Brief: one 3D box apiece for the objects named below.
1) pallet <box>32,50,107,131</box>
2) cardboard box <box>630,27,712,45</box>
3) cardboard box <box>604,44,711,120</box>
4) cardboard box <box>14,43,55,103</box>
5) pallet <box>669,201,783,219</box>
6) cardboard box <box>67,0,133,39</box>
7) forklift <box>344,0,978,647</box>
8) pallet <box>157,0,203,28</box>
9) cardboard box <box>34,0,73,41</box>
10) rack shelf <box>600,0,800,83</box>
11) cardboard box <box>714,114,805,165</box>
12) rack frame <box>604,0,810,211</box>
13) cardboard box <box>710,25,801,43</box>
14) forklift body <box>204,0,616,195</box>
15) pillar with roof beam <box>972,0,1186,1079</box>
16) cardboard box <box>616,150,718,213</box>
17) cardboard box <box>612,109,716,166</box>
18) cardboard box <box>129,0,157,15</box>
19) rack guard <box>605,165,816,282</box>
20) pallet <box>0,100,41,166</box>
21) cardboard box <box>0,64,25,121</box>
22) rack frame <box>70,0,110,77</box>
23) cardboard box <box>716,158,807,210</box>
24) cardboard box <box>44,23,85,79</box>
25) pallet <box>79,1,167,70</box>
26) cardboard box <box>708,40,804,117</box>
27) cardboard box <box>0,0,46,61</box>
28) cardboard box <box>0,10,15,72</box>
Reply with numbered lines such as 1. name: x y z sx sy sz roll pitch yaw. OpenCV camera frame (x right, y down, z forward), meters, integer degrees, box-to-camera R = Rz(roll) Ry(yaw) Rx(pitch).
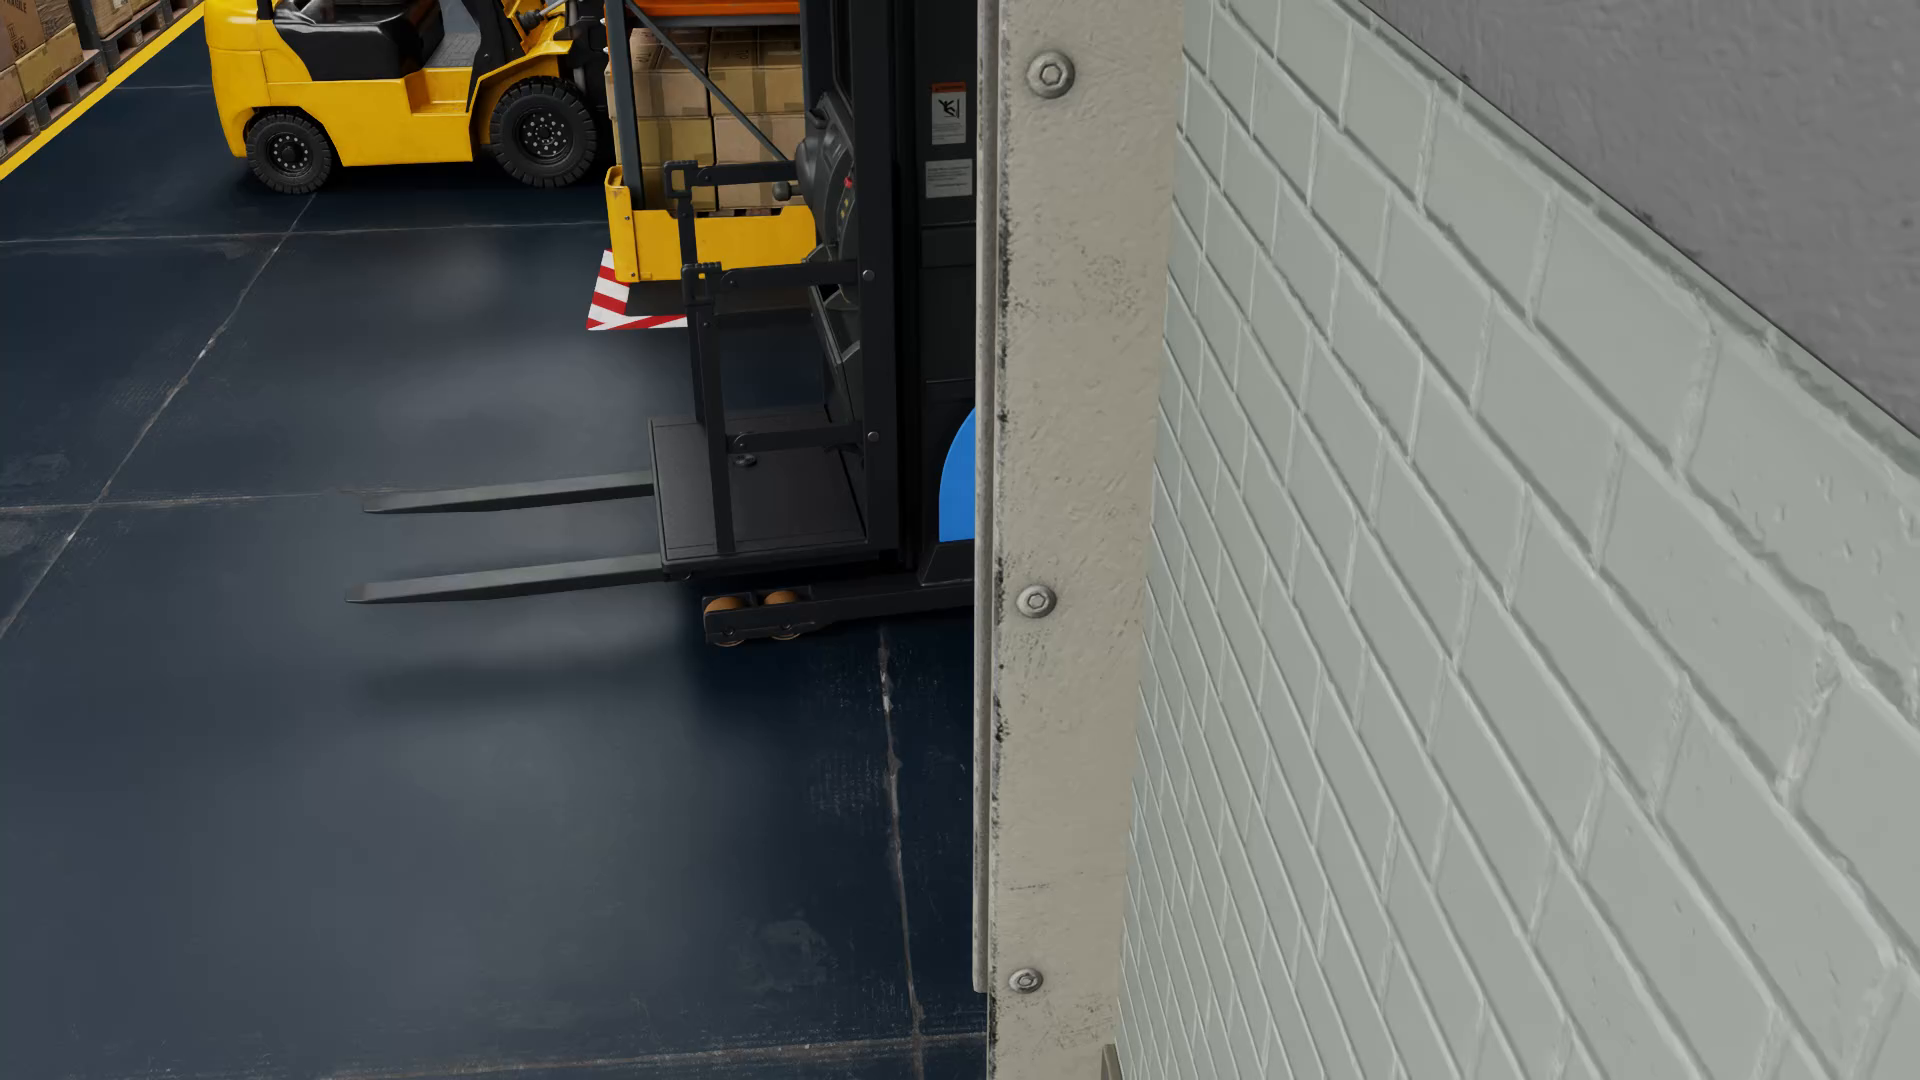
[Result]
1. pallet: -6.406 -2.984 11.040 1.003 0.211 1.213 -3 31 -5
2. cardboard box: -1.596 -2.629 9.024 0.500 0.250 0.500 -2 31 -4
3. cardboard box: -1.542 -2.369 8.588 0.500 0.250 0.500 -2 31 -3
4. cardboard box: -6.121 -2.962 10.555 0.500 0.250 0.500 -4 31 -6
5. pallet: -1.302 -1.911 9.244 1.003 0.211 1.213 -3 31 -5
6. cardboard box: -6.555 -3.842 11.910 0.950 0.372 0.625 -2 31 -4
7. forklift: -0.616 -1.192 5.388 3.031 2.935 1.130 -6 31 -10
8. pallet: -6.695 -4.347 13.322 1.003 0.211 1.213 -3 31 -5
9. cardboard box: -6.181 -3.555 10.817 0.500 0.500 0.500 -3 31 -5
10. rack shelf: -1.375 -3.432 9.772 1.077 0.370 4.000 -3 31 -5
11. cardboard box: -1.026 -2.184 8.766 0.500 0.250 0.500 -2 31 -4
12. rack frame: -1.188 -2.720 7.878 1.000 3.000 0.127 -3 31 -5
13. cardboard box: -1.095 -2.658 9.072 0.500 0.250 0.500 -3 31 -5
14. forklift body: -3.182 -3.236 9.570 2.313 2.155 1.214 -3 31 -5
15. pillar with roof beam: -4.082 -2.424 1.534 9.100 9.000 0.400 -3 31 -5
16. cardboard box: -1.547 -1.944 8.852 0.500 0.250 0.500 -3 31 -4
17. cardboard box: -1.545 -2.168 8.738 0.500 0.250 0.500 -3 31 -5
18. cardboard box: -6.626 -4.209 12.524 0.950 0.372 0.625 -1 31 -1
19. rack guard: -1.186 -1.634 8.499 1.175 0.500 0.348 -3 31 -5
20. pallet: -6.289 -2.360 9.995 1.003 0.211 1.213 -3 31 -5
21. cardboard box: -6.078 -2.702 10.120 0.500 0.250 0.500 -2 31 -4
22. rack frame: -6.504 -4.522 10.896 1.000 3.000 0.127 -3 31 -5
23. cardboard box: -1.040 -1.980 8.911 0.500 0.250 0.500 -3 31 -4
24. cardboard box: -6.181 -3.233 11.010 0.500 0.250 0.500 -1 31 -2
25. pallet: -6.578 -3.723 12.276 1.003 0.211 1.213 -3 31 -5
26. cardboard box: -1.045 -2.403 8.645 0.500 0.250 0.500 -3 31 -5
27. cardboard box: -6.132 -3.295 10.382 0.500 0.500 0.500 -2 31 -4
28. cardboard box: -6.083 -3.035 9.946 0.500 0.500 0.500 -1 31 -2
